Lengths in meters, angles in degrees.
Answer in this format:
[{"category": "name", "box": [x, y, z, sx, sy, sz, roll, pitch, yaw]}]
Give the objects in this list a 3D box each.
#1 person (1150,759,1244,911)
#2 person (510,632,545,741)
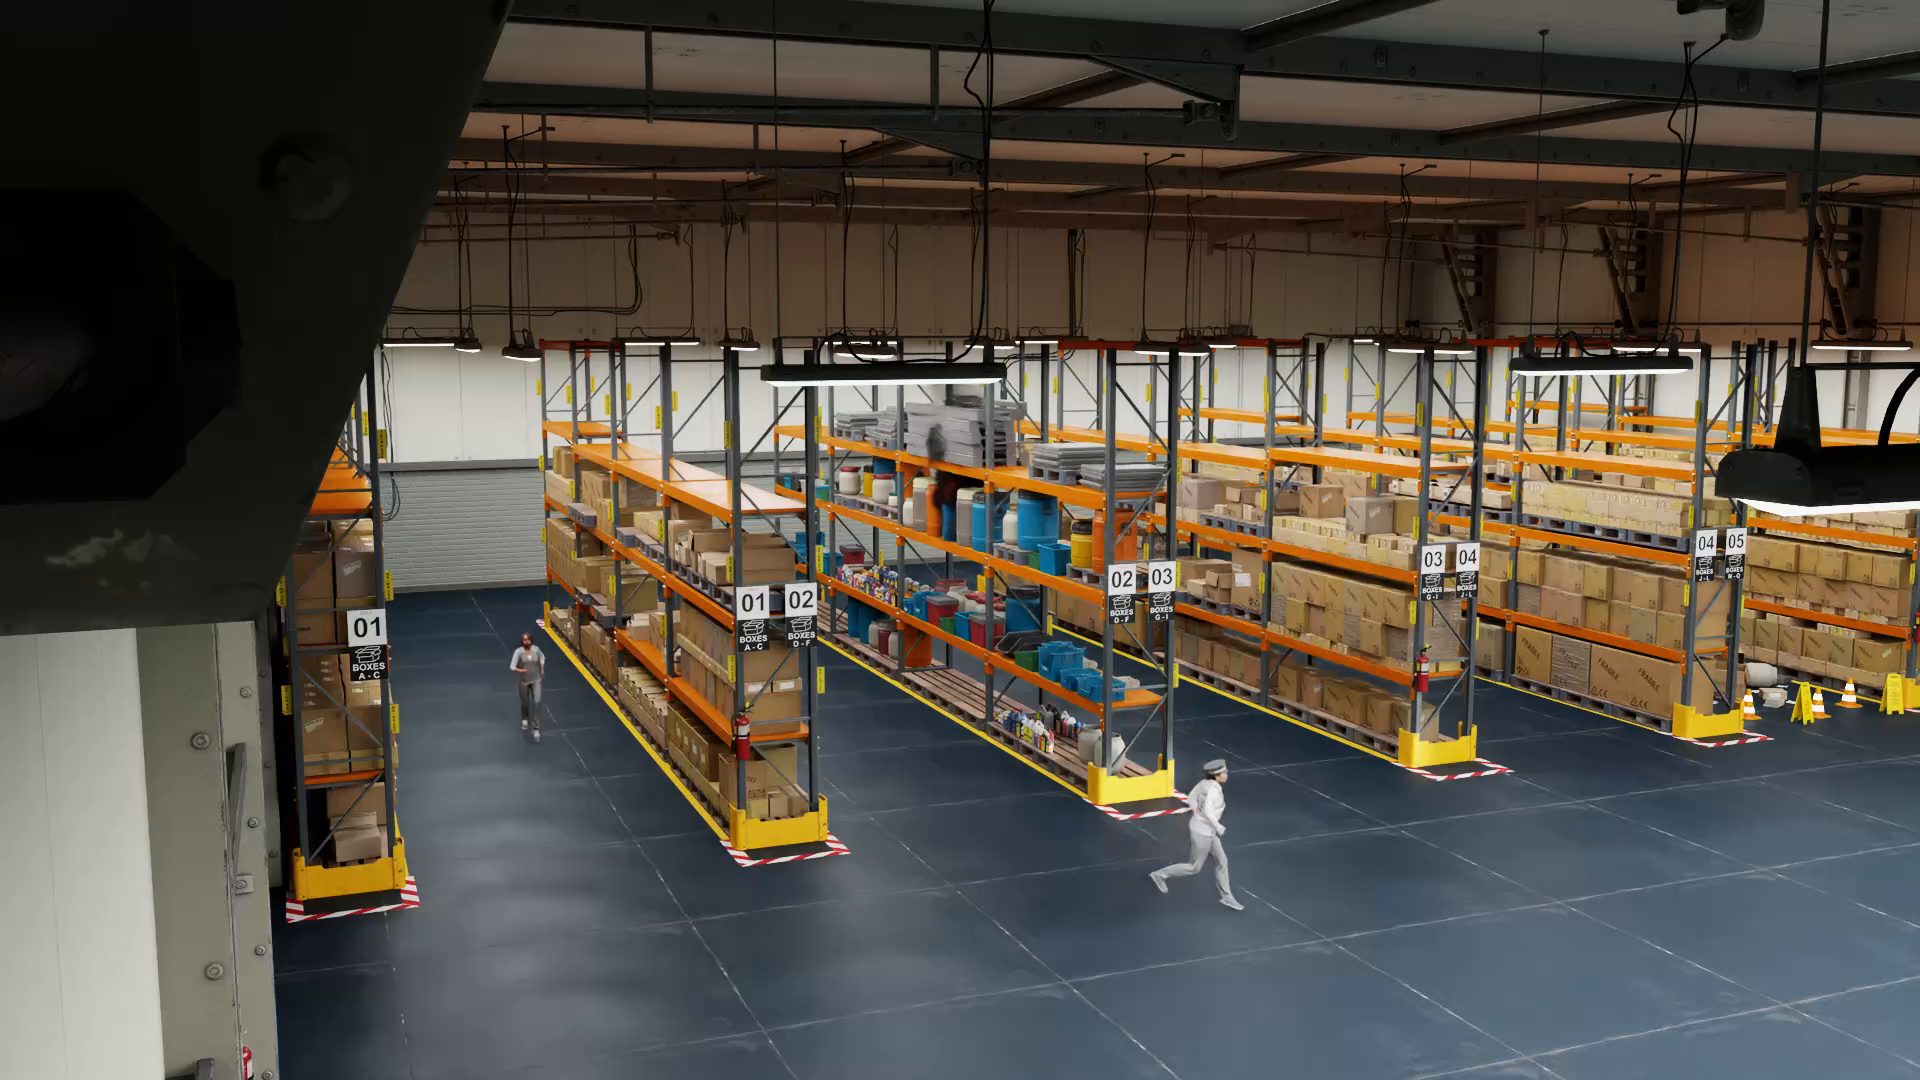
[{"category": "person", "box": [2.581, 3.194, 18.006, 1.024, 1.681, 0.619, 0, 7, 3]}, {"category": "person", "box": [-6.636, 2.219, 25.587, 0.546, 1.628, 0.794, -3, 8, -20]}]
